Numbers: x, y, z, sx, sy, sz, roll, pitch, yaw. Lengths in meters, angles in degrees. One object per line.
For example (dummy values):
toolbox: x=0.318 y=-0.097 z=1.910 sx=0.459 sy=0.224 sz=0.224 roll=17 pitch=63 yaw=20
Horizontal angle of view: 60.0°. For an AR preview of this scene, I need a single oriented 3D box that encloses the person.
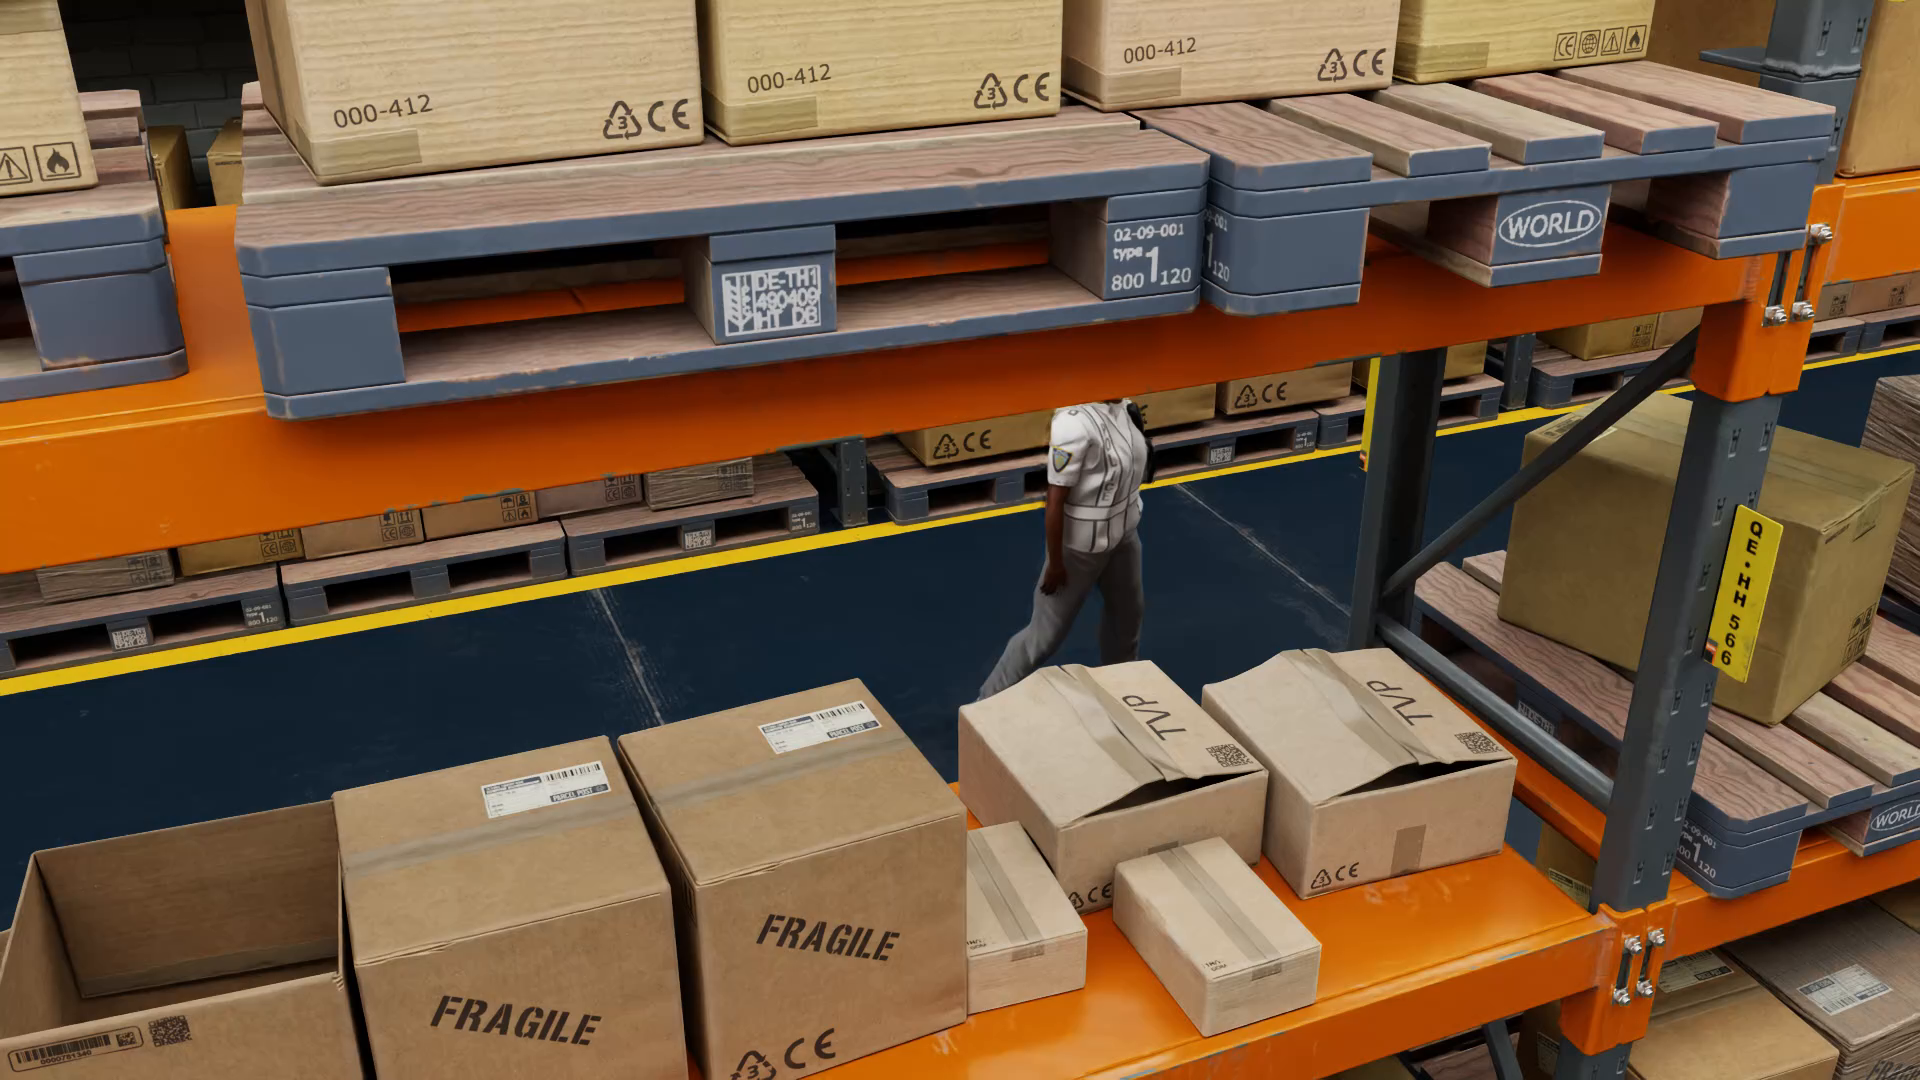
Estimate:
person: x=0.424 y=-0.011 z=6.131 sx=0.662 sy=1.638 sz=0.625 roll=17 pitch=31 yaw=30
